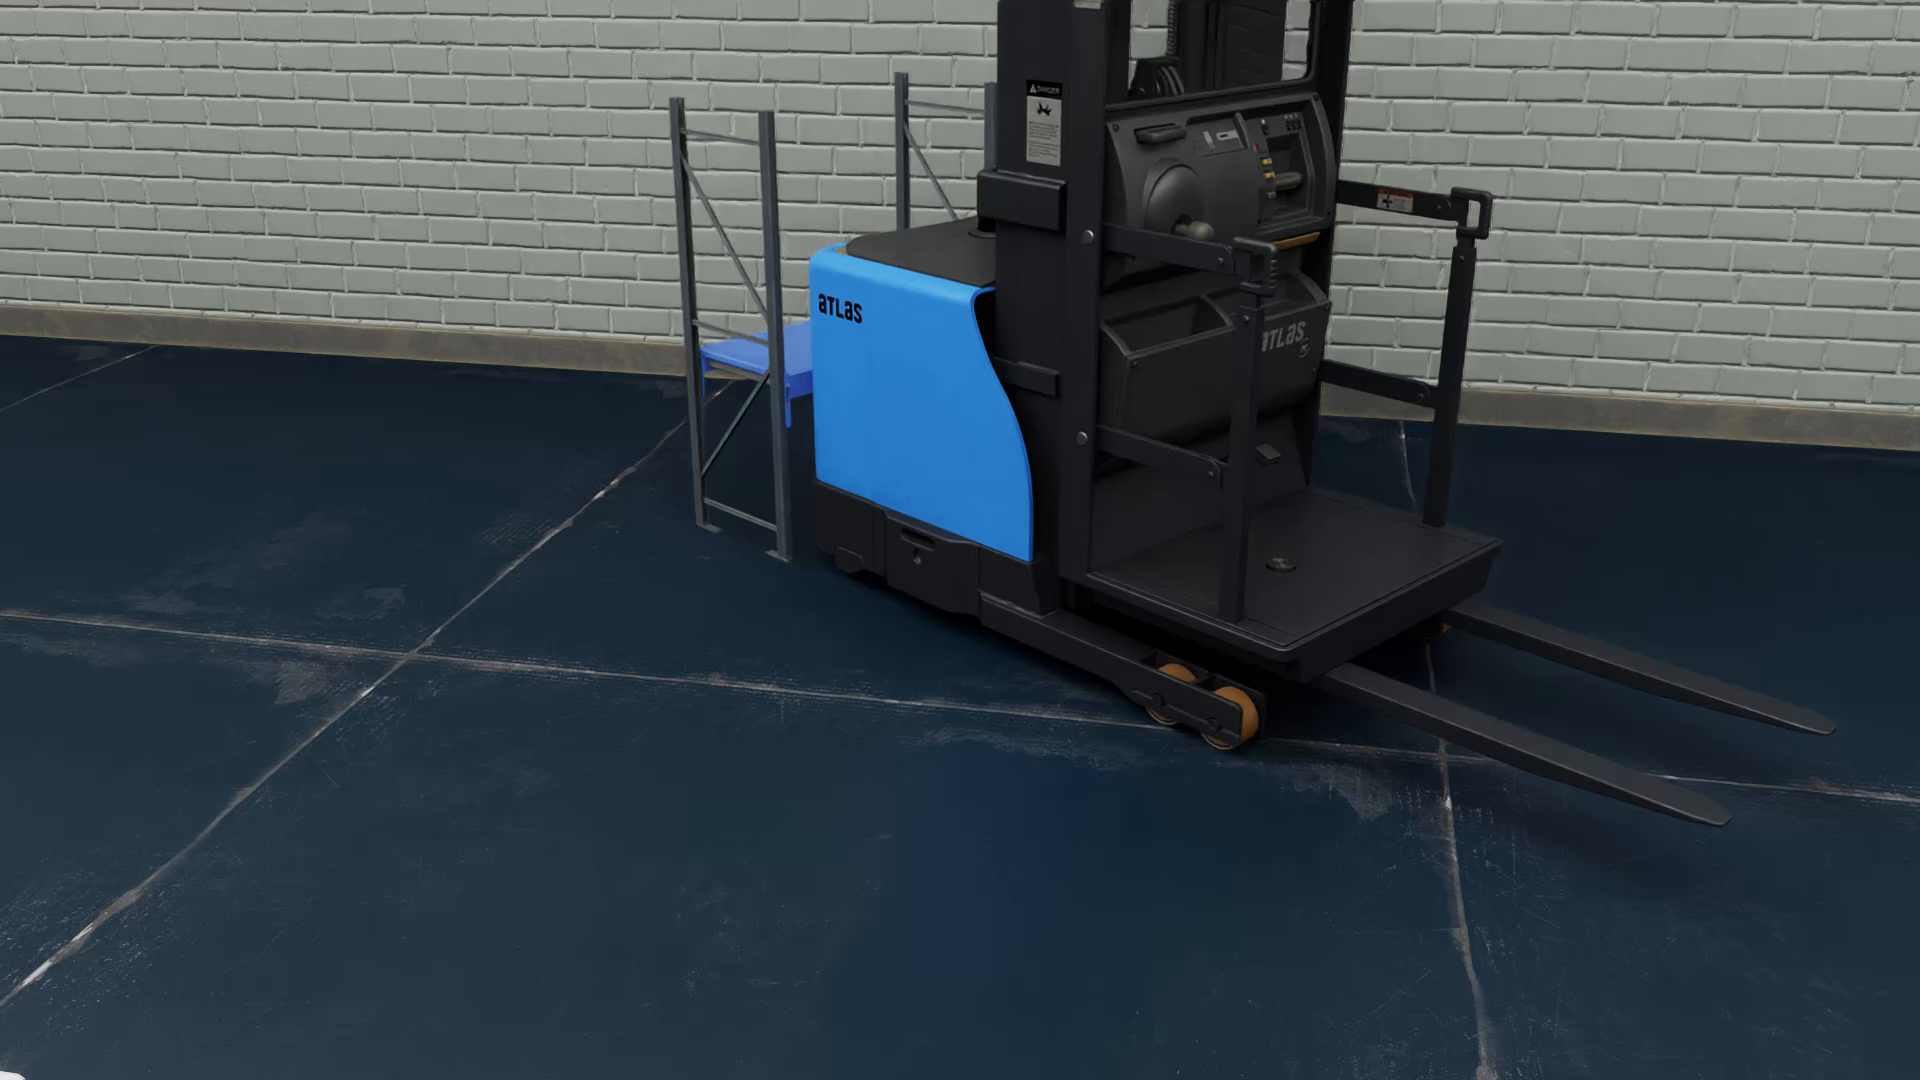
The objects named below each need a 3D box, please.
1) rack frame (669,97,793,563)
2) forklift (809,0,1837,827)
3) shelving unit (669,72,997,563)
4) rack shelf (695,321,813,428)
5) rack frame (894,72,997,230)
[{"bbox_3d":[-0.760,-0.687,5.552,0.500,1.500,0.032,20,29,40],"label":"rack frame"},{"bbox_3d":[0.884,-1.014,4.449,1.130,2.935,3.031,-20,29,-40],"label":"forklift"},{"bbox_3d":[-0.406,-0.823,5.889,0.538,1.500,1.048,20,29,40],"label":"shelving unit"},{"bbox_3d":[-0.406,-0.656,5.956,0.538,0.185,1.000,20,29,40],"label":"rack shelf"},{"bbox_3d":[-0.051,-0.959,6.227,0.500,1.500,0.032,20,29,40],"label":"rack frame"}]
